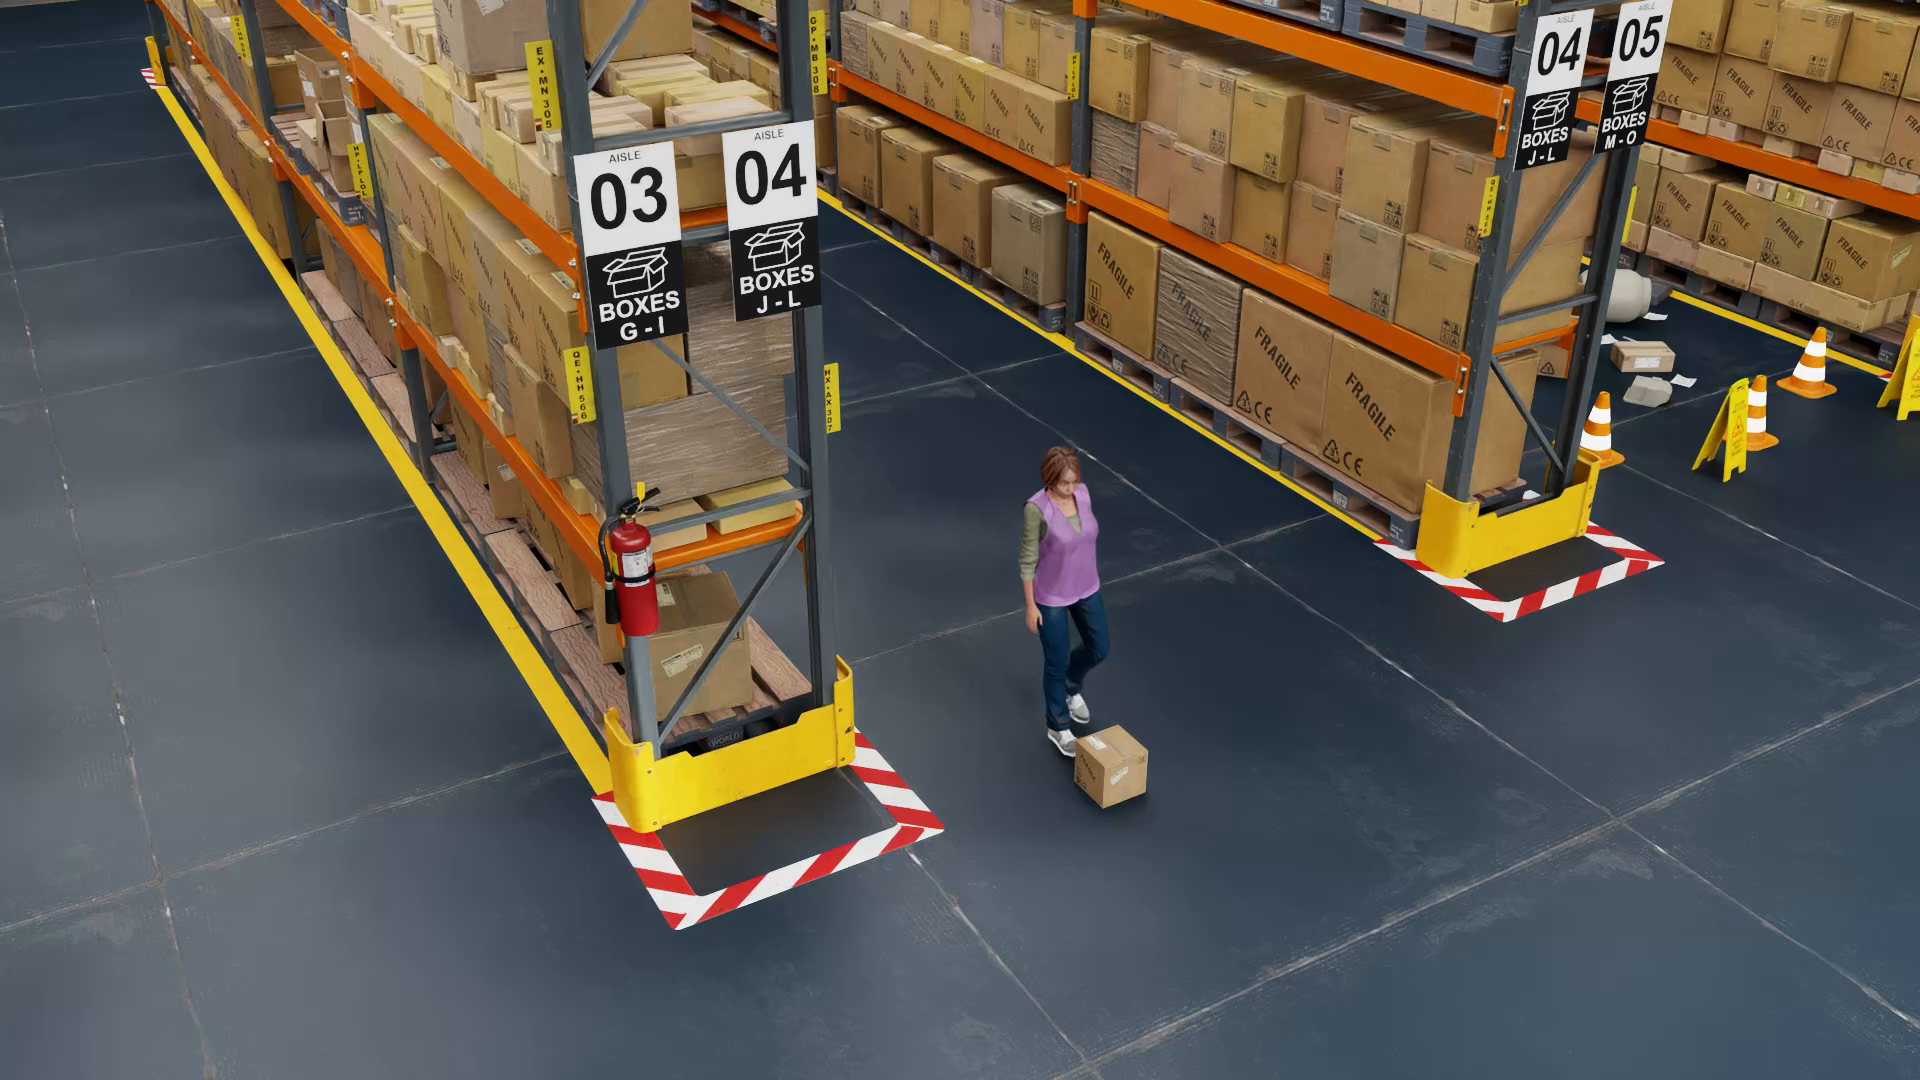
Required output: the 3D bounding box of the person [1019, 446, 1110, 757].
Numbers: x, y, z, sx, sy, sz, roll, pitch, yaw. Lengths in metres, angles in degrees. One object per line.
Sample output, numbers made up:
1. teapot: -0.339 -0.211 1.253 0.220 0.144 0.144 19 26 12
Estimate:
1. person: 0.520 0.289 8.009 0.447 1.598 0.457 -19 35 -30
